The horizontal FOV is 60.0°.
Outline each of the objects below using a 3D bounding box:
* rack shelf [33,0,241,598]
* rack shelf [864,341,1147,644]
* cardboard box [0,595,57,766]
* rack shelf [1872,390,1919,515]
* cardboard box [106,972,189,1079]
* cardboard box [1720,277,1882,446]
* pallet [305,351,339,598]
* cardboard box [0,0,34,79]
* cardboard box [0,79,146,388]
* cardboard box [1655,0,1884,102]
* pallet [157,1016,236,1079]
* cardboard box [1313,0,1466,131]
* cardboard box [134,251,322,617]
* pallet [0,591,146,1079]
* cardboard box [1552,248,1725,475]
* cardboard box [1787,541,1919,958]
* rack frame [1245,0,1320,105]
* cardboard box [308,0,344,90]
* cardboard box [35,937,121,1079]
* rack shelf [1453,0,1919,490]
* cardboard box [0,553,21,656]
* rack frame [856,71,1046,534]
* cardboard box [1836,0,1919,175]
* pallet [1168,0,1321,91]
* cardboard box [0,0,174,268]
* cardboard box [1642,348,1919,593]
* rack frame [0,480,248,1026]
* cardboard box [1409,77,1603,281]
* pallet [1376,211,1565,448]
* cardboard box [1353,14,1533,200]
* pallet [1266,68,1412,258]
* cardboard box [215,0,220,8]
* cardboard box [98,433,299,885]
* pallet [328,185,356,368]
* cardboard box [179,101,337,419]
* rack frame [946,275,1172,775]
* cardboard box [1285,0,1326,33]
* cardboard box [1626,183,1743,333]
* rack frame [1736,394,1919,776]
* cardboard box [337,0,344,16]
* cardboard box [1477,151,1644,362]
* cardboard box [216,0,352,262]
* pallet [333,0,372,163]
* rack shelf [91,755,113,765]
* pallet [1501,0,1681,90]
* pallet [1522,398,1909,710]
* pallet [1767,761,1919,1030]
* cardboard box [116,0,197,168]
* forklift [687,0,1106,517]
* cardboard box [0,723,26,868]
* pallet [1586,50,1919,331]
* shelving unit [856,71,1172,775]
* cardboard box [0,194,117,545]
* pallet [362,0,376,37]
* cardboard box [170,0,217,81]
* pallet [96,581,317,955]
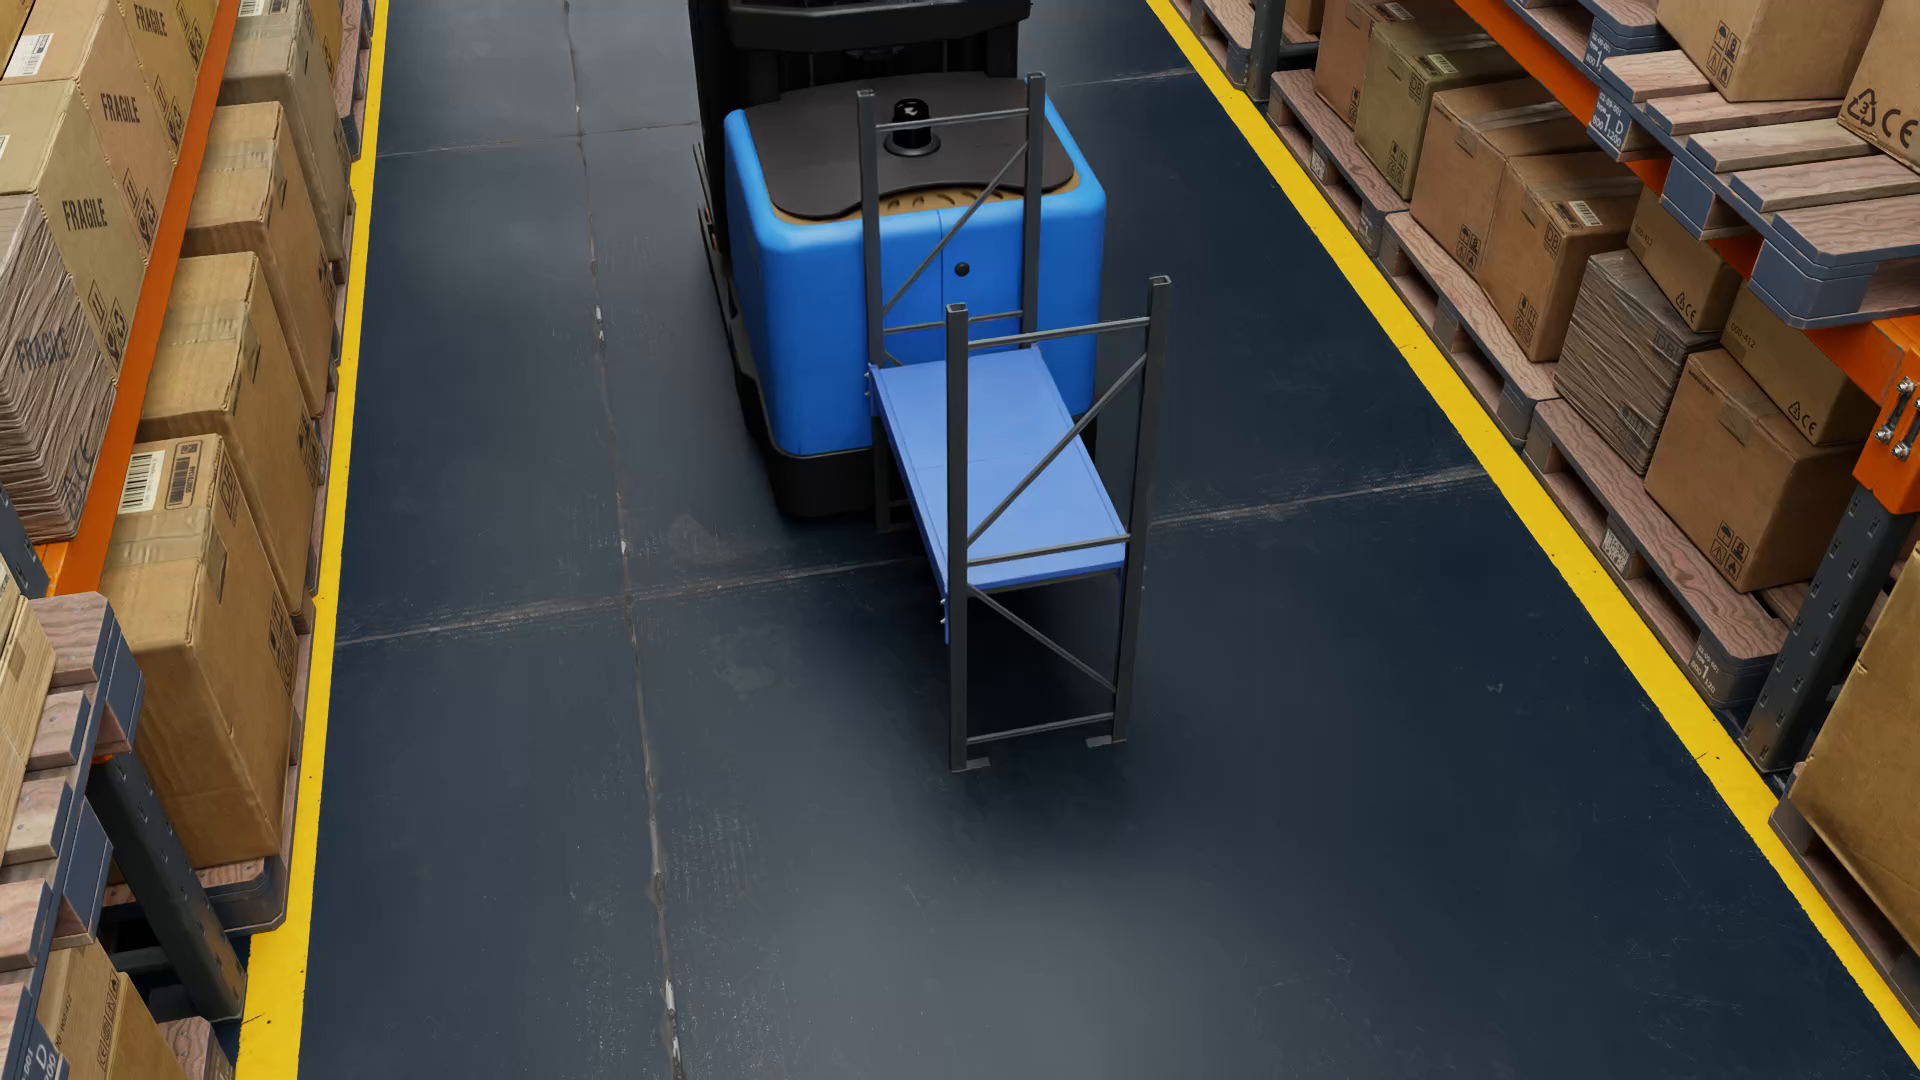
[{"bbox_3d":[-2.641,-0.973,4.629,1.077,0.370,4.000,-8,42,-9],"label":"rack shelf"},{"bbox_3d":[0.097,-0.164,4.576,0.538,0.185,1.000,-9,42,-10],"label":"rack shelf"},{"bbox_3d":[-1.654,0.245,2.588,0.380,0.149,0.250,-8,42,-9],"label":"cardboard box"},{"bbox_3d":[3.087,0.974,2.435,1.077,0.370,4.000,-8,42,-9],"label":"rack shelf"},{"bbox_3d":[-1.812,1.221,3.182,0.500,0.500,0.500,-9,42,-9],"label":"cardboard box"},{"bbox_3d":[2.482,-0.531,4.576,0.500,0.250,0.500,-7,42,-8],"label":"cardboard box"},{"bbox_3d":[-2.566,-0.214,5.332,1.003,0.211,1.213,-8,42,-9],"label":"pallet"},{"bbox_3d":[-2.520,-1.310,3.637,0.700,0.500,0.500,-9,42,-10],"label":"cardboard box"},{"bbox_3d":[-2.155,-0.642,3.639,0.500,0.500,0.500,-9,42,-10],"label":"cardboard box"},{"bbox_3d":[2.282,-1.477,4.263,0.700,0.500,0.500,-3,42,-3],"label":"cardboard box"},{"bbox_3d":[-2.042,1.604,3.284,1.003,0.211,1.213,-8,42,-9],"label":"pallet"},{"bbox_3d":[1.904,-2.013,6.809,0.700,0.500,0.500,-11,43,-13],"label":"cardboard box"},{"bbox_3d":[-2.445,-0.235,4.634,1.050,0.750,0.750,-8,42,-9],"label":"cardboard box"},{"bbox_3d":[-1.951,0.572,2.490,1.213,0.211,1.003,-8,42,-9],"label":"pallet"},{"bbox_3d":[2.359,-0.610,5.229,0.700,0.500,0.500,-12,43,-13],"label":"cardboard box"},{"bbox_3d":[2.784,0.497,3.715,1.225,0.875,0.875,-10,43,-11],"label":"cardboard box"},{"bbox_3d":[1.792,-3.184,6.577,1.000,3.000,0.127,-8,42,-9],"label":"rack frame"},{"bbox_3d":[-3.140,-2.319,6.887,0.875,0.875,0.875,-8,42,-9],"label":"cardboard box"},{"bbox_3d":[-1.806,0.957,2.914,0.500,0.250,0.500,-9,42,-10],"label":"cardboard box"},{"bbox_3d":[2.224,-1.619,5.356,1.077,0.370,4.000,-8,42,-9],"label":"rack shelf"},{"bbox_3d":[-1.658,0.135,2.488,0.380,0.149,0.250,-8,42,-8],"label":"cardboard box"},{"bbox_3d":[-0.021,-0.627,4.827,0.500,1.500,0.032,-9,42,-10],"label":"rack frame"},{"bbox_3d":[2.500,-1.130,3.872,0.500,0.500,0.500,-13,43,-15],"label":"cardboard box"},{"bbox_3d":[1.613,-2.571,7.988,1.003,0.211,1.213,-8,42,-9],"label":"pallet"},{"bbox_3d":[-2.263,-0.969,4.007,0.500,0.500,0.500,-8,42,-9],"label":"cardboard box"},{"bbox_3d":[2.492,-0.252,4.826,0.700,0.500,0.500,-10,43,-12],"label":"cardboard box"},{"bbox_3d":[-2.209,0.054,2.930,1.000,3.000,0.127,-8,42,-9],"label":"rack frame"},{"bbox_3d":[2.110,-1.338,6.049,0.700,0.500,0.500,-12,43,-13],"label":"cardboard box"},{"bbox_3d":[2.229,-0.844,6.042,1.003,0.211,1.213,-8,42,-9],"label":"pallet"},{"bbox_3d":[1.988,-1.701,6.458,0.700,0.500,0.500,-9,42,-10],"label":"cardboard box"},{"bbox_3d":[1.962,-1.637,6.935,1.003,0.211,1.213,-8,42,-9],"label":"pallet"},{"bbox_3d":[-2.590,-1.949,5.110,0.500,0.500,0.500,-9,42,-10],"label":"cardboard box"},{"bbox_3d":[-2.253,0.331,3.996,1.050,0.750,0.750,-9,42,-10],"label":"cardboard box"},{"bbox_3d":[-2.832,-1.007,6.225,1.003,0.211,1.213,-8,42,-9],"label":"pallet"},{"bbox_3d":[-2.646,-0.839,5.314,1.050,0.750,0.750,-8,42,-9],"label":"cardboard box"},{"bbox_3d":[0.216,0.029,4.087,0.500,1.500,0.032,-9,42,-10],"label":"rack frame"},{"bbox_3d":[1.745,-2.671,7.566,0.500,0.500,0.500,-10,42,-11],"label":"cardboard box"},{"bbox_3d":[2.357,-0.874,4.961,0.500,0.250,0.500,-4,42,-4],"label":"cardboard box"},{"bbox_3d":[2.656,-0.591,3.656,1.000,3.000,0.127,-8,42,-9],"label":"rack frame"},{"bbox_3d":[-3.338,-2.903,7.545,0.875,0.875,0.875,-8,42,-9],"label":"cardboard box"},{"bbox_3d":[2.230,-0.977,5.642,0.700,0.500,0.500,-5,42,-6],"label":"cardboard box"},{"bbox_3d":[-2.851,-1.465,6.019,1.050,0.750,0.750,-9,42,-10],"label":"cardboard box"},{"bbox_3d":[-3.160,-2.000,7.344,1.003,0.211,1.213,-8,42,-9],"label":"pallet"},{"bbox_3d":[-1.777,1.619,1.708,1.077,0.370,4.000,-8,42,-9],"label":"rack shelf"},{"bbox_3d":[2.188,-1.797,5.159,1.003,0.211,1.213,-8,42,-9],"label":"pallet"},{"bbox_3d":[2.489,-0.055,5.153,1.003,0.211,1.213,-8,42,-9],"label":"pallet"},{"bbox_3d":[2.752,0.974,3.994,1.003,0.211,1.213,-8,42,-9],"label":"pallet"},{"bbox_3d":[-2.369,-1.292,4.371,0.500,0.500,0.500,-9,42,-10],"label":"cardboard box"},{"bbox_3d":[-0.401,-2.157,5.472,1.130,2.935,3.031,-9,42,-10],"label":"forklift"},{"bbox_3d":[-1.602,0.406,2.406,0.380,0.149,0.250,-8,42,-9],"label":"cardboard box"},{"bbox_3d":[2.398,-0.966,4.223,1.213,0.211,1.003,-8,42,-9],"label":"pallet"},{"bbox_3d":[0.097,-0.299,4.457,0.538,1.500,1.048,-9,42,-10],"label":"shelving unit"},{"bbox_3d":[-2.042,-0.313,3.268,0.500,0.500,0.500,-8,42,-9],"label":"cardboard box"},{"bbox_3d":[-3.427,-2.792,8.237,1.003,0.211,1.213,-8,42,-9],"label":"pallet"},{"bbox_3d":[-2.481,-1.621,4.741,0.500,0.500,0.500,-8,42,-9],"label":"cardboard box"},{"bbox_3d":[-2.306,0.575,4.443,1.003,0.211,1.213,-8,42,-9],"label":"pallet"}]
